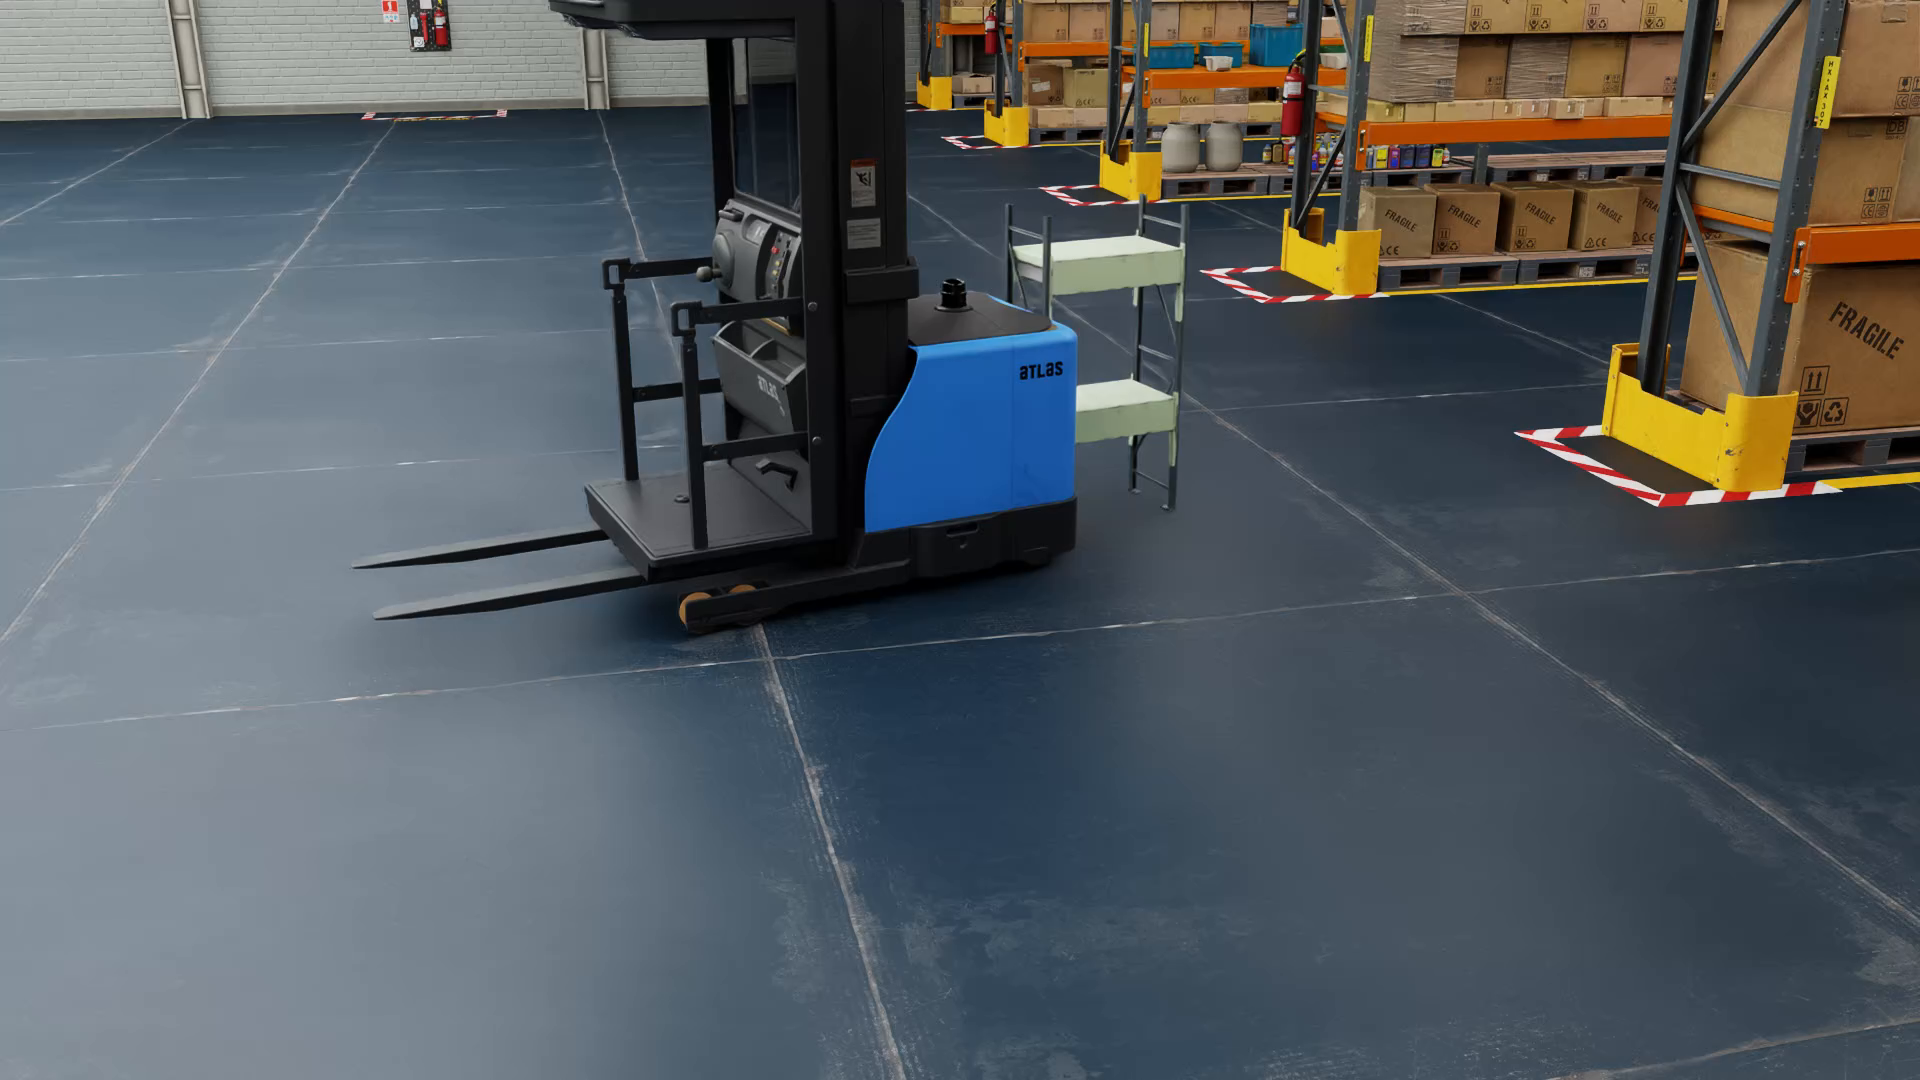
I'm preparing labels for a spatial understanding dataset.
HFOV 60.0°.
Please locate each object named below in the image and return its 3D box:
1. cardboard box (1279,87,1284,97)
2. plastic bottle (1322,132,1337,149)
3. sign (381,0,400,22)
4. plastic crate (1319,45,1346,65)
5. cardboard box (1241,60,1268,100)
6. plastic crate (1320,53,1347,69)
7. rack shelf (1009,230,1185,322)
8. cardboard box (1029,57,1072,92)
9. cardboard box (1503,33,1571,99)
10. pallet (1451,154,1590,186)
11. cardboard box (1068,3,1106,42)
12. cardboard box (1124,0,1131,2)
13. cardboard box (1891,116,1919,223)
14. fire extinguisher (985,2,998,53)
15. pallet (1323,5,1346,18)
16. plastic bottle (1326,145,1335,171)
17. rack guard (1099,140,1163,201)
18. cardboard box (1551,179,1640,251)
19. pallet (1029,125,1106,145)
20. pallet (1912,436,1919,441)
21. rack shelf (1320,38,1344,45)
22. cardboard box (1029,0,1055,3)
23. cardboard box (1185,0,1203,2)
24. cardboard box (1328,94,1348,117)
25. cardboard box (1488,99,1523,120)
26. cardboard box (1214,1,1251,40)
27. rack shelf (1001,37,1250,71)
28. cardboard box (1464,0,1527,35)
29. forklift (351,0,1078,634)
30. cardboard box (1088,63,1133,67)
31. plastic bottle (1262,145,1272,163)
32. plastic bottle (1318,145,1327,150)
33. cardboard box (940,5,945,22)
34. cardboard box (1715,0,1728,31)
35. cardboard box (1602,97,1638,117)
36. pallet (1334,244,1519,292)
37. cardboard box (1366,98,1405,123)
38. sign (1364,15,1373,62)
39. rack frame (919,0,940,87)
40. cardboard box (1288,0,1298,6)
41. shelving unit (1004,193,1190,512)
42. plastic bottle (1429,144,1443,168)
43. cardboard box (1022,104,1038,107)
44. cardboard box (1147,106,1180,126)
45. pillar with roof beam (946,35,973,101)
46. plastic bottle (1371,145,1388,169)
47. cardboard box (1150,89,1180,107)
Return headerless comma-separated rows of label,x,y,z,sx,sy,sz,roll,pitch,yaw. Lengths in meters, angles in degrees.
cardboard box,4.872,-6.454,23.645,0.500,0.311,0.500,-5,21,-12
plastic bottle,4.202,-4.488,18.916,0.185,0.351,0.144,-5,21,-13
sign,-8.825,-8.193,25.768,0.234,0.329,0.001,-5,21,-12
plastic crate,4.294,-5.386,18.465,0.662,0.188,0.450,-5,21,-12
cardboard box,4.021,-6.483,23.449,0.500,0.500,0.500,-5,21,-12
plastic crate,4.158,-5.161,17.927,0.437,0.136,0.530,-5,21,-12
rack shelf,0.635,-1.215,7.817,0.720,0.370,0.431,-10,22,-25
cardboard box,1.482,-7.642,27.310,0.500,0.500,0.700,-6,21,-16
cardboard box,4.424,-3.850,13.386,0.500,0.500,0.875,-5,21,-12
pallet,6.435,-4.264,19.149,1.213,0.211,1.003,-5,21,-12
cardboard box,1.618,-6.963,22.317,0.500,0.500,0.700,-4,21,-11
cardboard box,2.087,-7.233,22.111,0.250,0.149,0.380,-5,21,-14
cardboard box,4.851,-2.022,8.754,0.550,0.550,0.875,-5,21,-12
fire extinguisher,0.429,-6.950,22.539,0.183,0.674,0.296,-5,21,-12
pallet,6.624,-8.949,28.163,1.003,0.211,1.213,-5,21,-12
plastic bottle,4.054,-4.182,18.196,0.097,0.271,0.097,0,20,0
rack guard,1.851,-4.030,18.089,0.348,0.500,1.175,-5,21,-12
cardboard box,5.280,-2.723,13.909,0.500,0.500,0.500,-7,21,-17
pallet,1.386,-5.606,22.810,1.213,0.211,1.003,-5,21,-12
pallet,5.915,-0.731,9.504,1.213,0.211,1.003,-5,21,-12
rack shelf,6.490,-6.977,23.547,4.000,0.370,1.077,-5,21,-12
cardboard box,1.083,-7.151,21.886,0.250,0.149,0.380,-5,21,-13
cardboard box,3.093,-7.315,22.335,0.250,0.149,0.380,-4,21,-11
cardboard box,3.157,-3.498,13.367,0.250,0.149,0.380,-5,21,-12
cardboard box,4.237,-3.421,13.158,0.250,0.149,0.380,-5,21,-12
cardboard box,3.602,-7.123,22.753,0.500,0.500,0.700,-5,21,-13
rack shelf,2.598,-6.661,22.683,4.000,0.370,1.077,-5,21,-12
cardboard box,4.013,-4.170,12.805,0.500,0.500,0.500,-5,21,-12
forklift,-1.028,-1.201,6.832,3.031,2.935,1.130,-10,22,-25
cardboard box,2.074,-6.325,23.016,0.500,0.500,0.500,-5,21,-12
plastic bottle,3.474,-4.367,18.803,0.097,0.201,0.097,0,20,0
plastic bottle,4.091,-4.366,18.801,0.097,0.201,0.097,0,20,0
cardboard box,-0.082,-8.539,26.953,0.500,0.250,0.500,-4,21,-12
cardboard box,5.959,-4.329,13.240,0.500,0.500,0.500,-5,21,-12
cardboard box,5.215,-3.493,13.356,0.250,0.149,0.380,-5,21,-12
pallet,3.800,-2.273,13.713,1.213,0.211,1.003,-5,21,-12
cardboard box,3.259,-3.349,12.961,0.250,0.149,0.380,-5,21,-12
sign,3.052,-3.749,12.429,0.005,0.325,0.100,-5,21,-12
rack frame,-0.492,-8.498,26.653,0.127,3.000,1.000,-5,21,-12
cardboard box,5.631,-9.238,27.888,0.500,0.500,0.700,-5,21,-12
shelving unit,0.635,-0.849,7.951,0.755,1.500,0.431,-10,22,-25
plastic bottle,5.288,-4.281,18.450,0.133,0.283,0.061,-4,20,-10
cardboard box,1.105,-5.888,22.914,0.500,0.250,0.500,-5,21,-12
cardboard box,2.684,-5.833,22.763,0.500,0.250,0.500,-5,21,-12
pillar with roof beam,0.981,-10.219,22.629,0.400,9.000,9.100,-5,21,-12
plastic bottle,4.619,-4.273,18.330,0.185,0.351,0.144,-5,21,-13
cardboard box,2.685,-6.184,22.633,0.500,0.500,0.500,-5,21,-12
